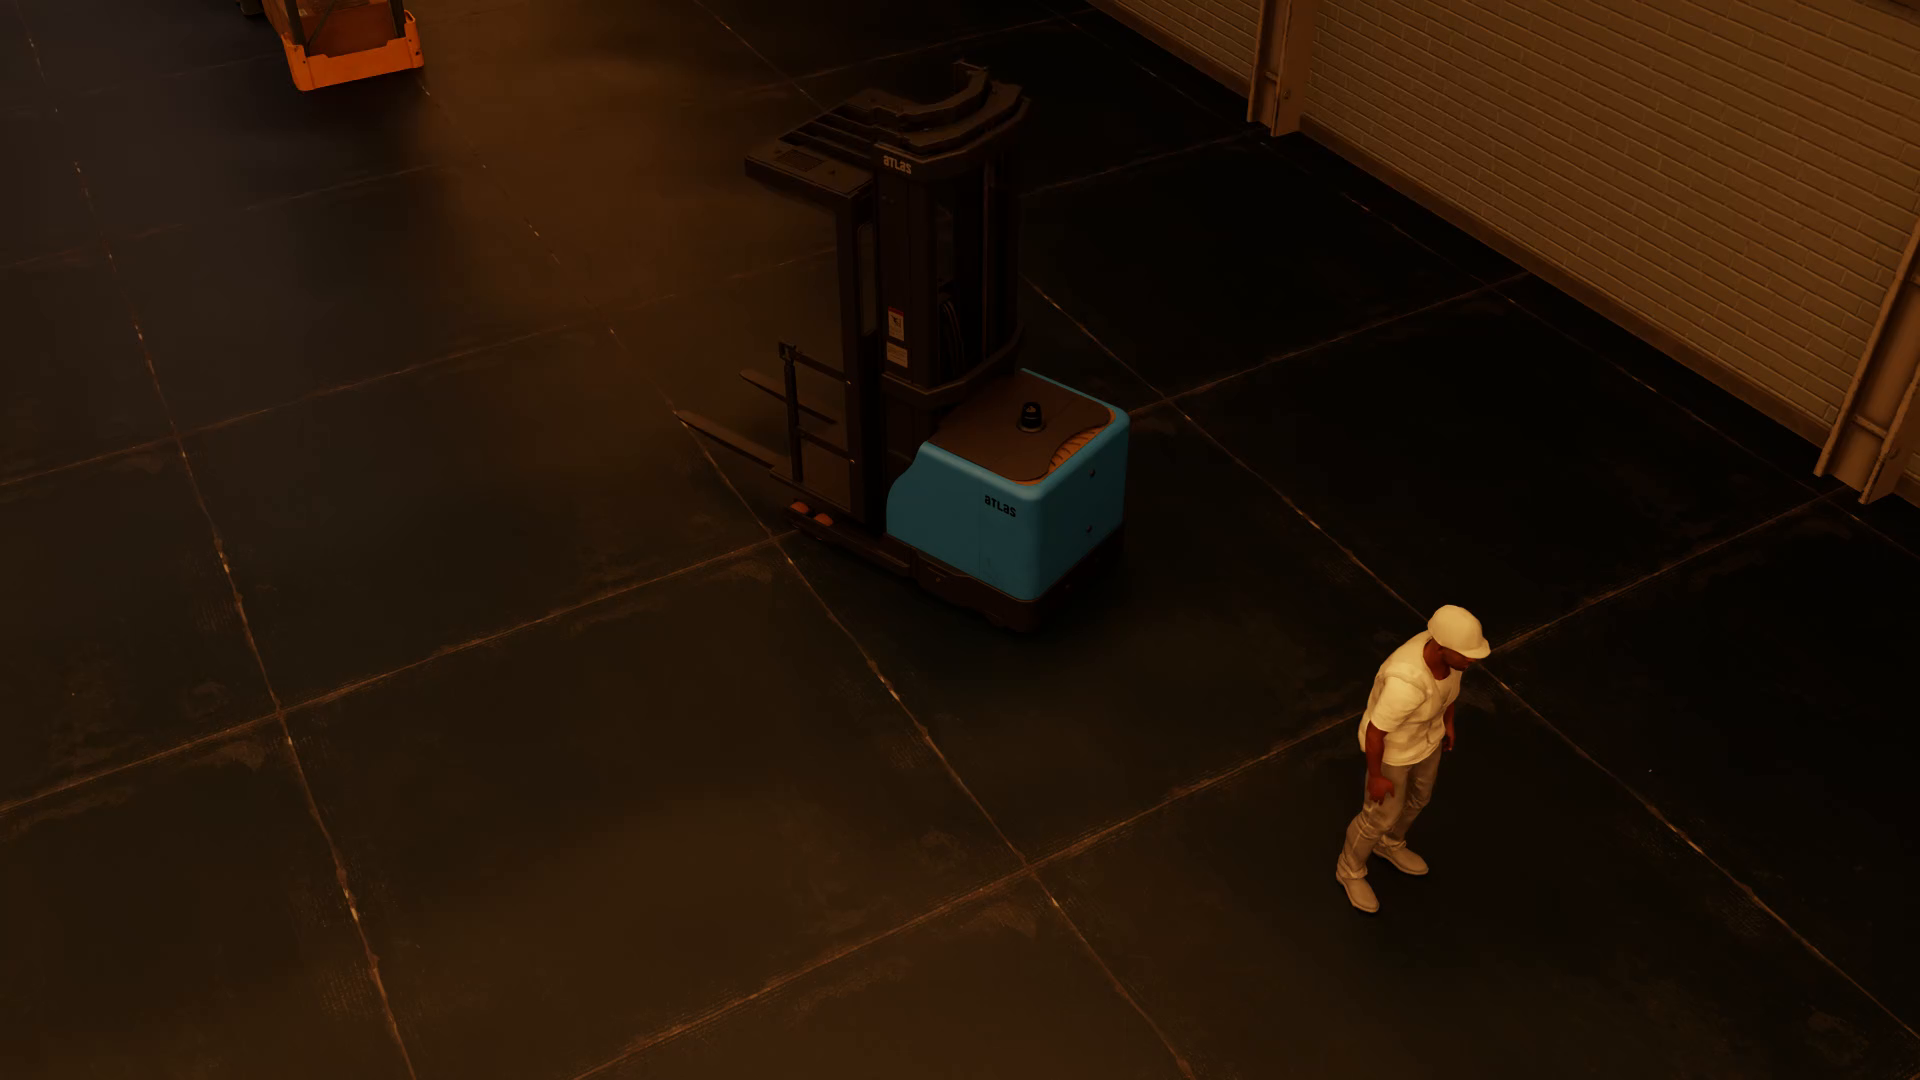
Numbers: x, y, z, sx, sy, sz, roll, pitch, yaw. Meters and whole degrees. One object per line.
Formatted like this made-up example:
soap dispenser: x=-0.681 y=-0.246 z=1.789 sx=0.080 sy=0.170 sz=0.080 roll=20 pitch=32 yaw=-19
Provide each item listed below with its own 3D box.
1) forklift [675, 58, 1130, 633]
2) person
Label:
forklift: x=-0.481 y=-1.366 z=9.683 sx=3.031 sy=2.935 sz=1.130 roll=26 pitch=46 yaw=28
person: x=2.112 y=0.970 z=7.786 sx=0.635 sy=1.760 sz=0.456 roll=-29 pitch=48 yaw=-30
